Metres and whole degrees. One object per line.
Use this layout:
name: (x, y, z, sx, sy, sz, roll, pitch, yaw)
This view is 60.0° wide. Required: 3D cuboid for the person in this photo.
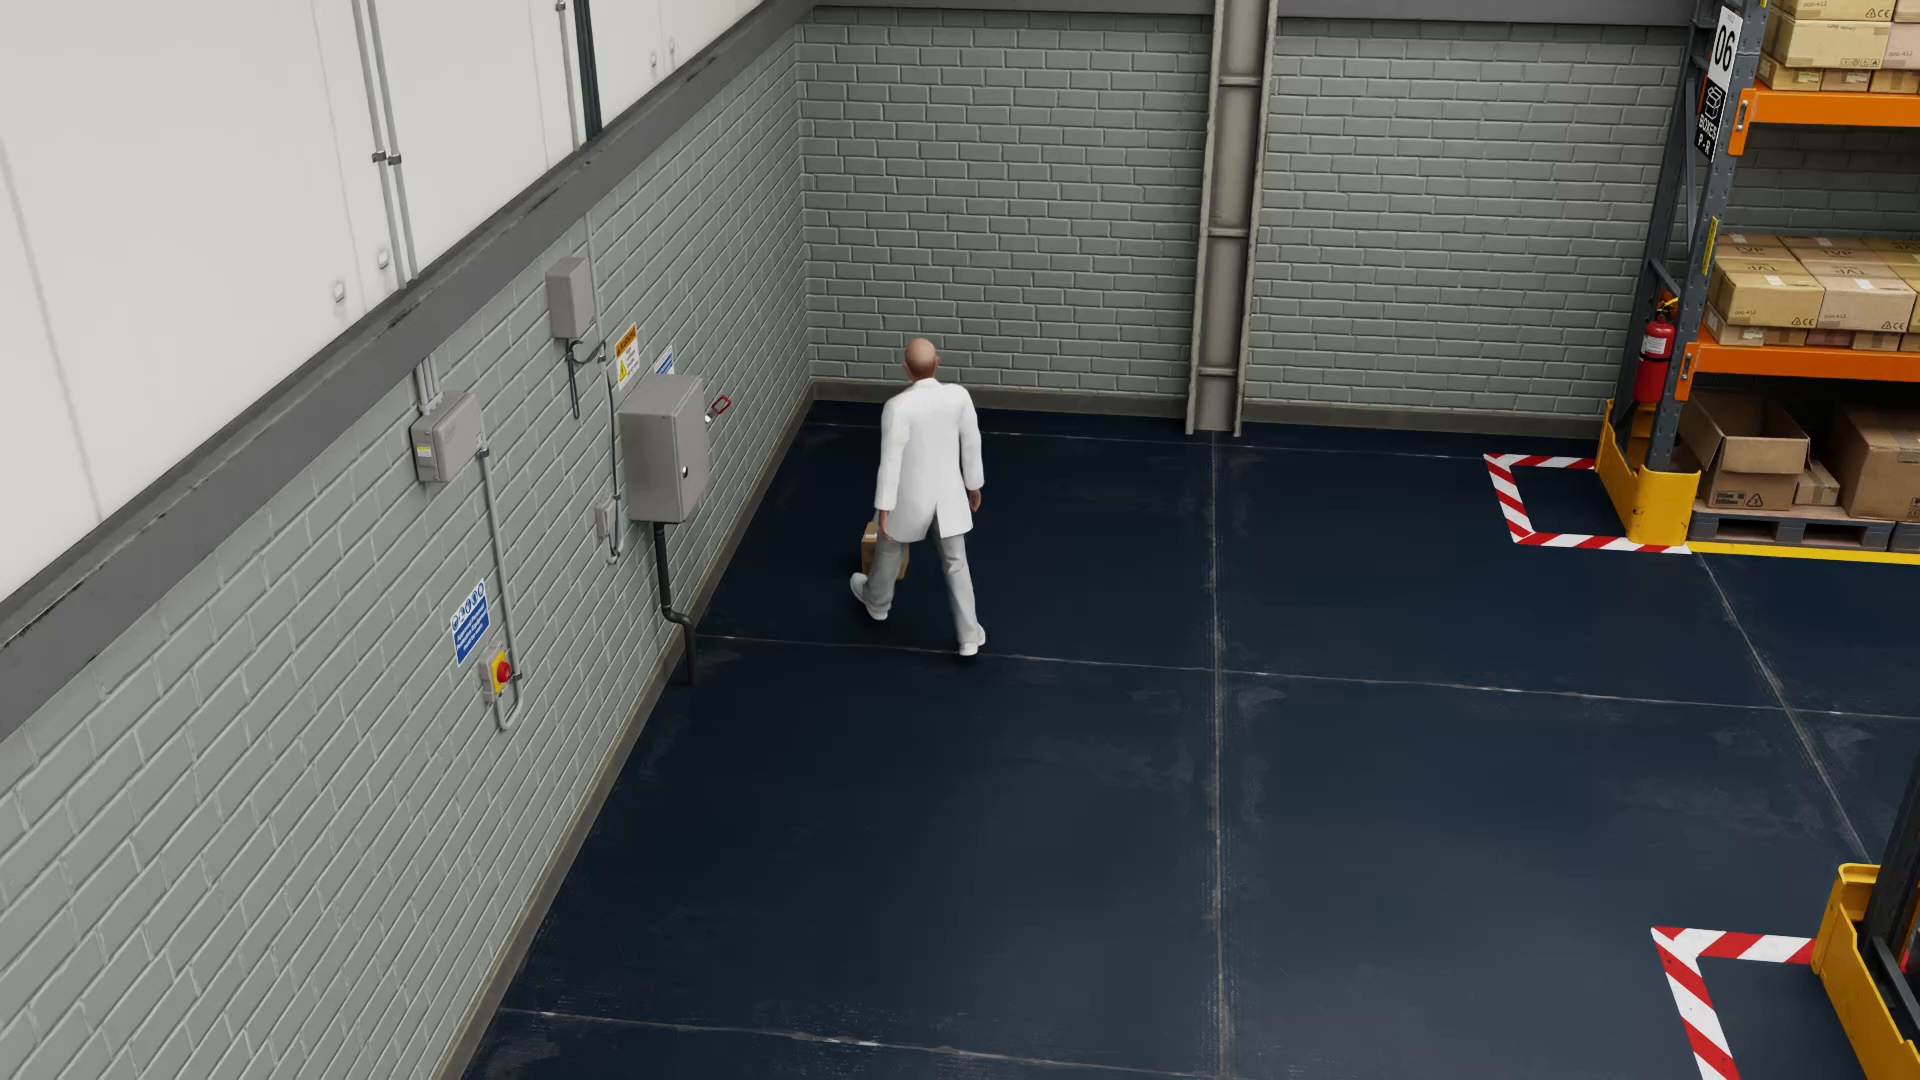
person: (-0.419, -0.365, 9.305, 0.611, 1.775, 0.740, -7, 29, -13)
